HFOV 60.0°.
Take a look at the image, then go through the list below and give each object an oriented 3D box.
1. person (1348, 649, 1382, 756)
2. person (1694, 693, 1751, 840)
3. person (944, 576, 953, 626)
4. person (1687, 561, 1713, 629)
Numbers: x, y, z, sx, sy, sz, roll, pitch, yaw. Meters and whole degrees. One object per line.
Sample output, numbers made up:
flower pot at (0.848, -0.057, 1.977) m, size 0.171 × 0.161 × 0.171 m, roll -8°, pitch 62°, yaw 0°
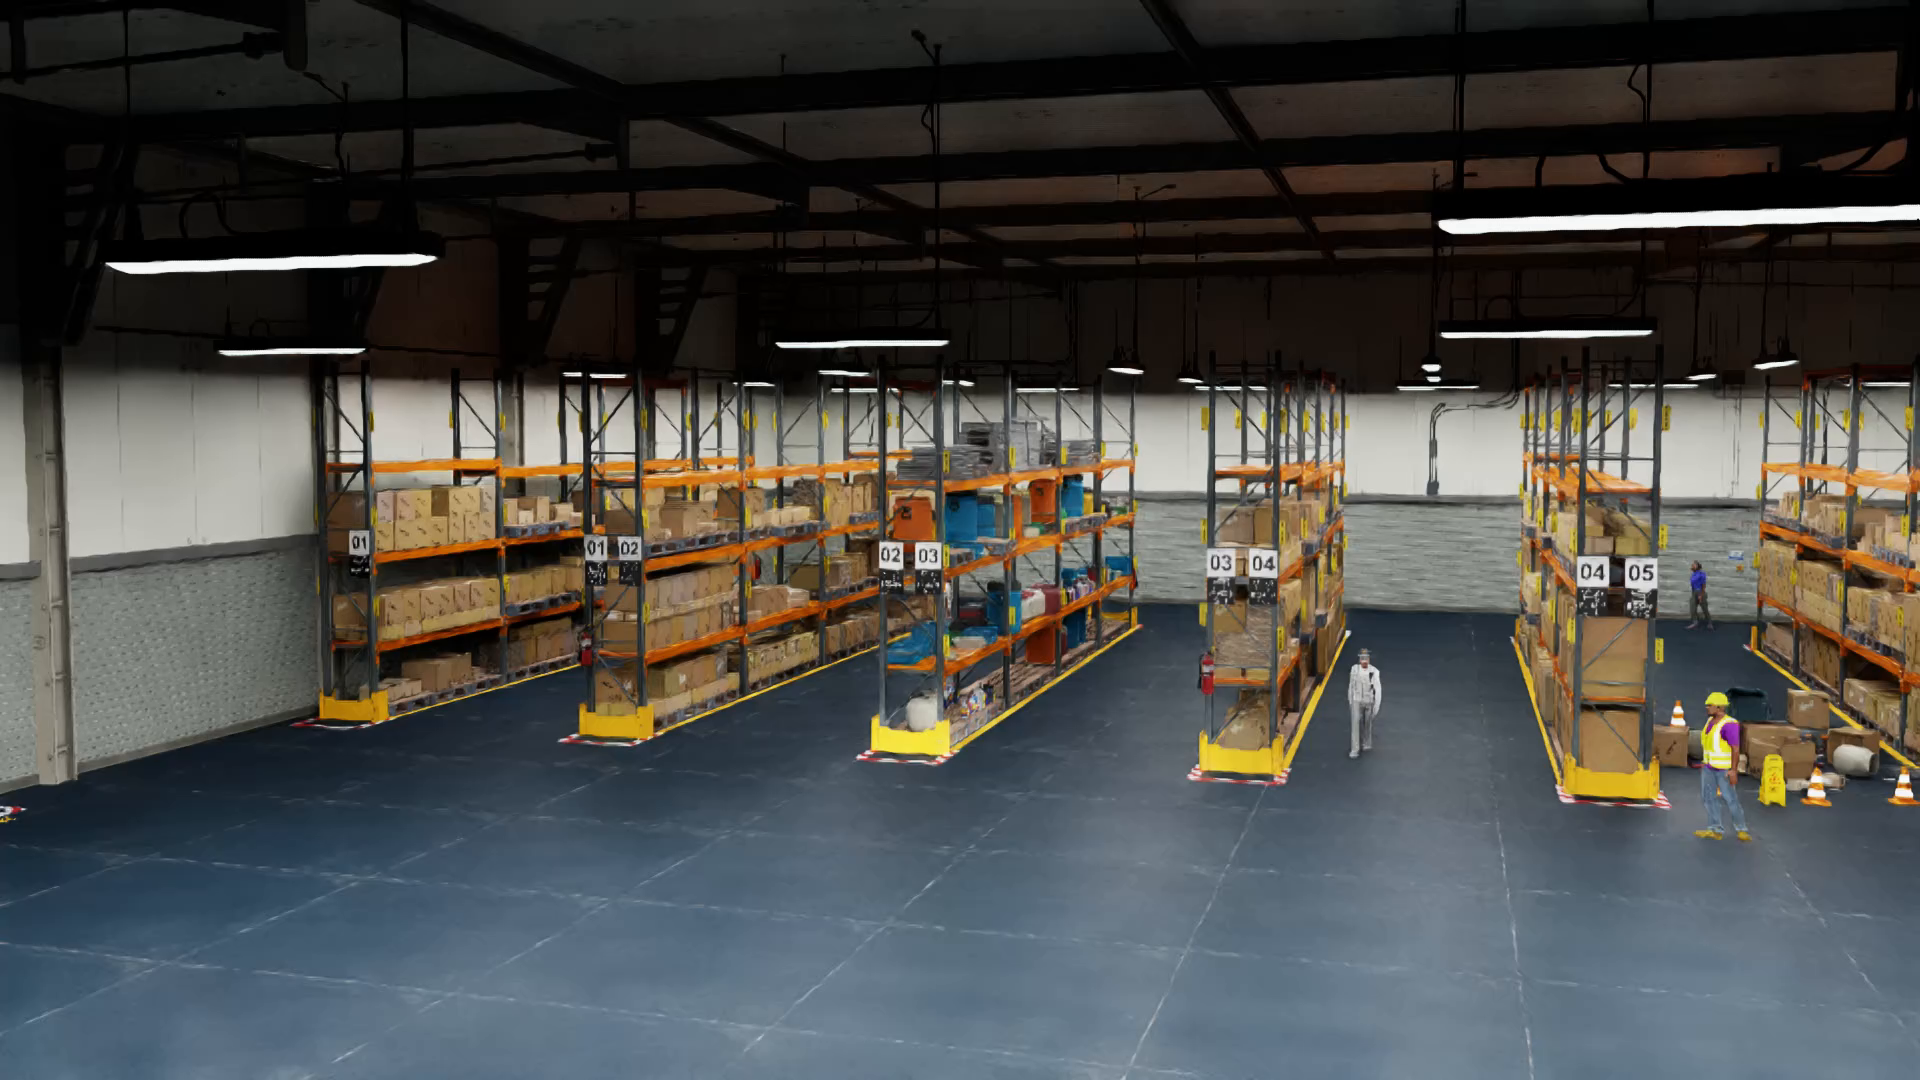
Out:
person at (6.059, 2.404, 24.904) m, size 0.489 × 1.587 × 1.075 m, roll 1°, pitch 4°, yaw 14°
person at (9.163, 2.709, 19.958) m, size 0.540 × 1.759 × 0.659 m, roll -1°, pitch 4°, yaw -10°
person at (-0.272, 1.517, 36.885) m, size 0.441 × 1.683 × 0.552 m, roll 0°, pitch 4°, yaw -5°
person at (17.880, 1.317, 40.127) m, size 0.598 × 1.642 × 0.507 m, roll -1°, pitch 4°, yaw -18°
